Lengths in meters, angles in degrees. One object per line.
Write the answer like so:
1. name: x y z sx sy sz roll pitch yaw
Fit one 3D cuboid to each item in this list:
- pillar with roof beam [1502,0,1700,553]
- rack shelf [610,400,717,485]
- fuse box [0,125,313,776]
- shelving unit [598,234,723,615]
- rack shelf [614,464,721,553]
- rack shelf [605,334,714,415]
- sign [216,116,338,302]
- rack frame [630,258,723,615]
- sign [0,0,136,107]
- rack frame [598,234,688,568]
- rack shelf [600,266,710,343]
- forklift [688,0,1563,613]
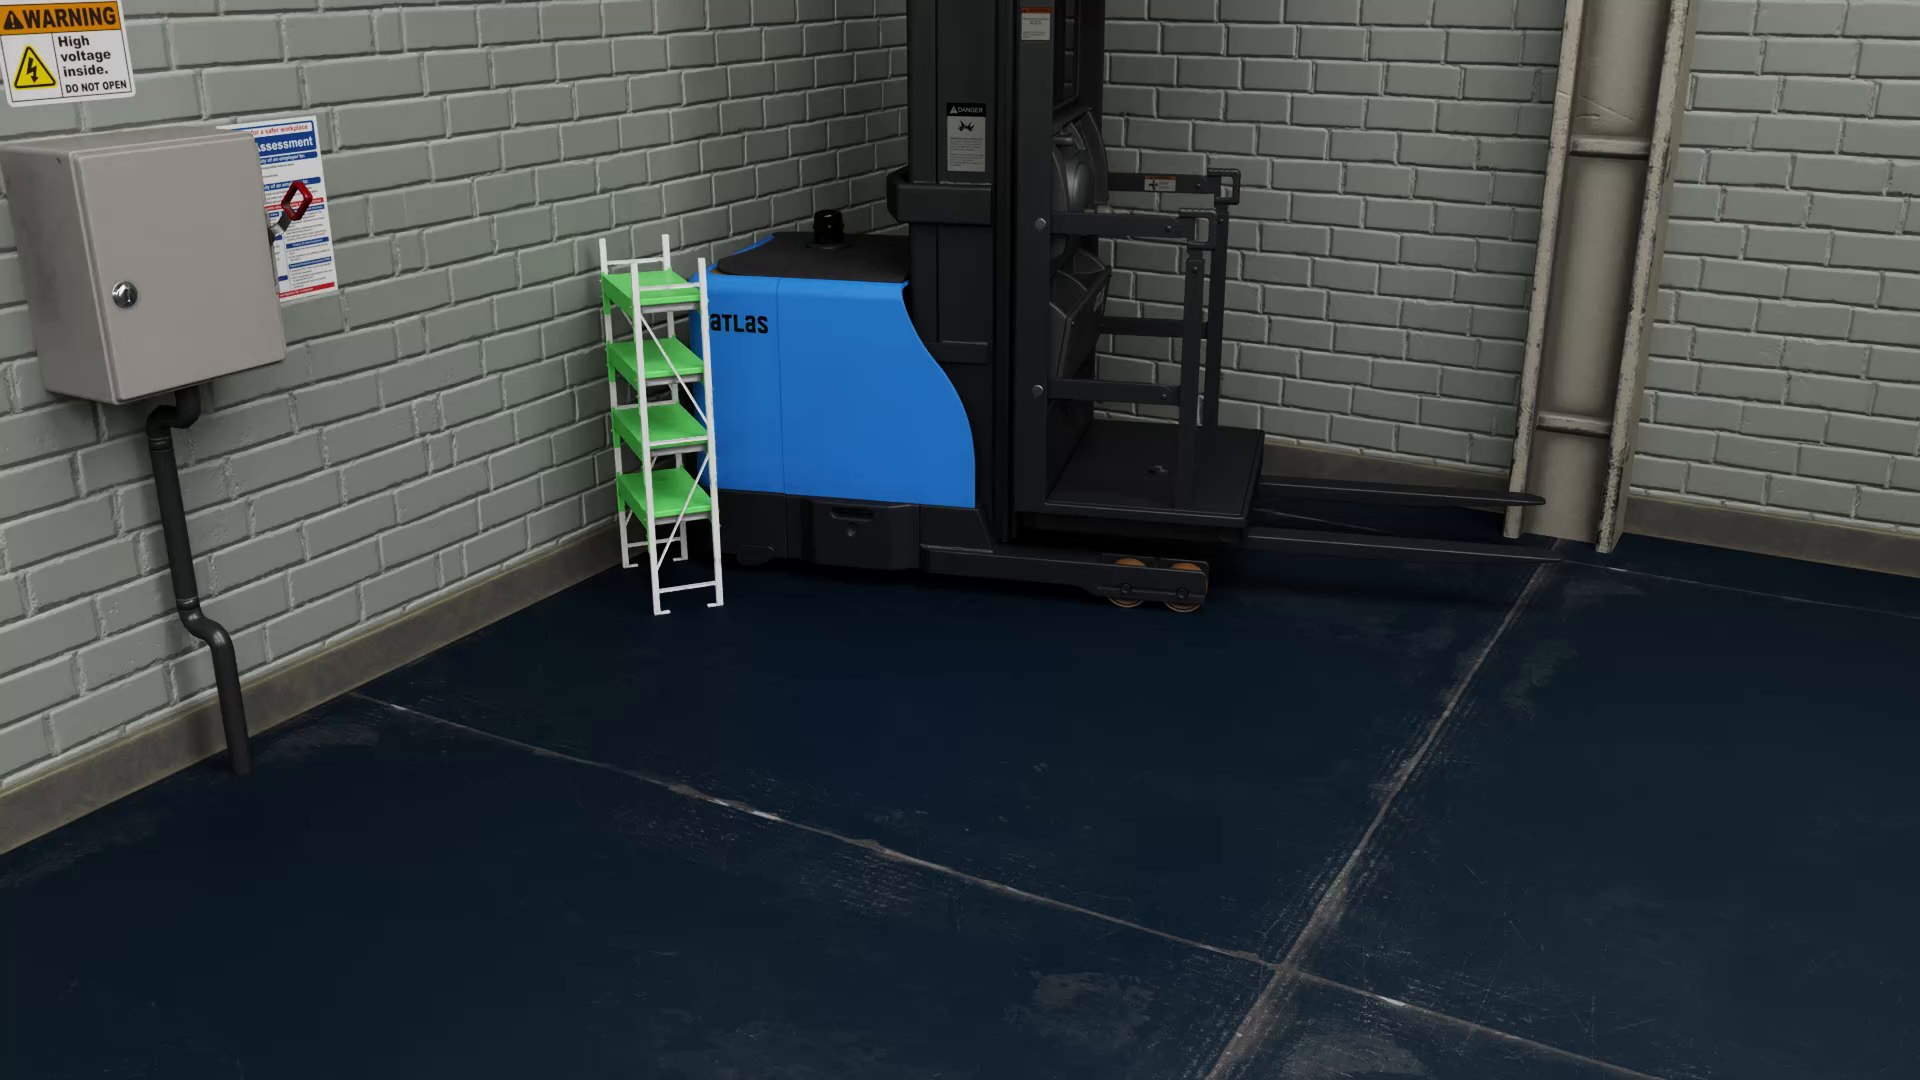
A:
1. pillar with roof beam: 0.237 -2.976 1.374 0.400 9.000 9.100 11 23 27
2. rack shelf: -1.027 -0.342 5.735 0.258 0.148 0.480 -8 22 -22
3. fuse box: -1.949 -0.169 4.321 0.414 1.711 0.539 11 23 27
4. shelving unit: -1.027 -0.402 5.714 0.258 1.200 0.503 -8 22 -22
5. rack shelf: -1.027 -0.116 5.817 0.258 0.148 0.480 -8 22 -22
6. rack shelf: -1.027 -0.567 5.654 0.258 0.148 0.480 -8 22 -22
7. sign: -1.889 -0.911 4.618 0.001 0.494 0.329 11 23 27
8. rack frame: -0.931 -0.325 5.503 0.240 1.200 0.015 -8 22 -22
9. sign: -2.157 -1.181 4.010 0.001 0.242 0.339 11 23 27
10. rack frame: -1.122 -0.478 5.925 0.240 1.200 0.015 -8 22 -22
11. rack shelf: -1.027 -0.793 5.572 0.258 0.148 0.480 -8 22 -22
12. forklift: 0.607 -1.330 5.732 3.031 2.935 1.130 5 20 12
